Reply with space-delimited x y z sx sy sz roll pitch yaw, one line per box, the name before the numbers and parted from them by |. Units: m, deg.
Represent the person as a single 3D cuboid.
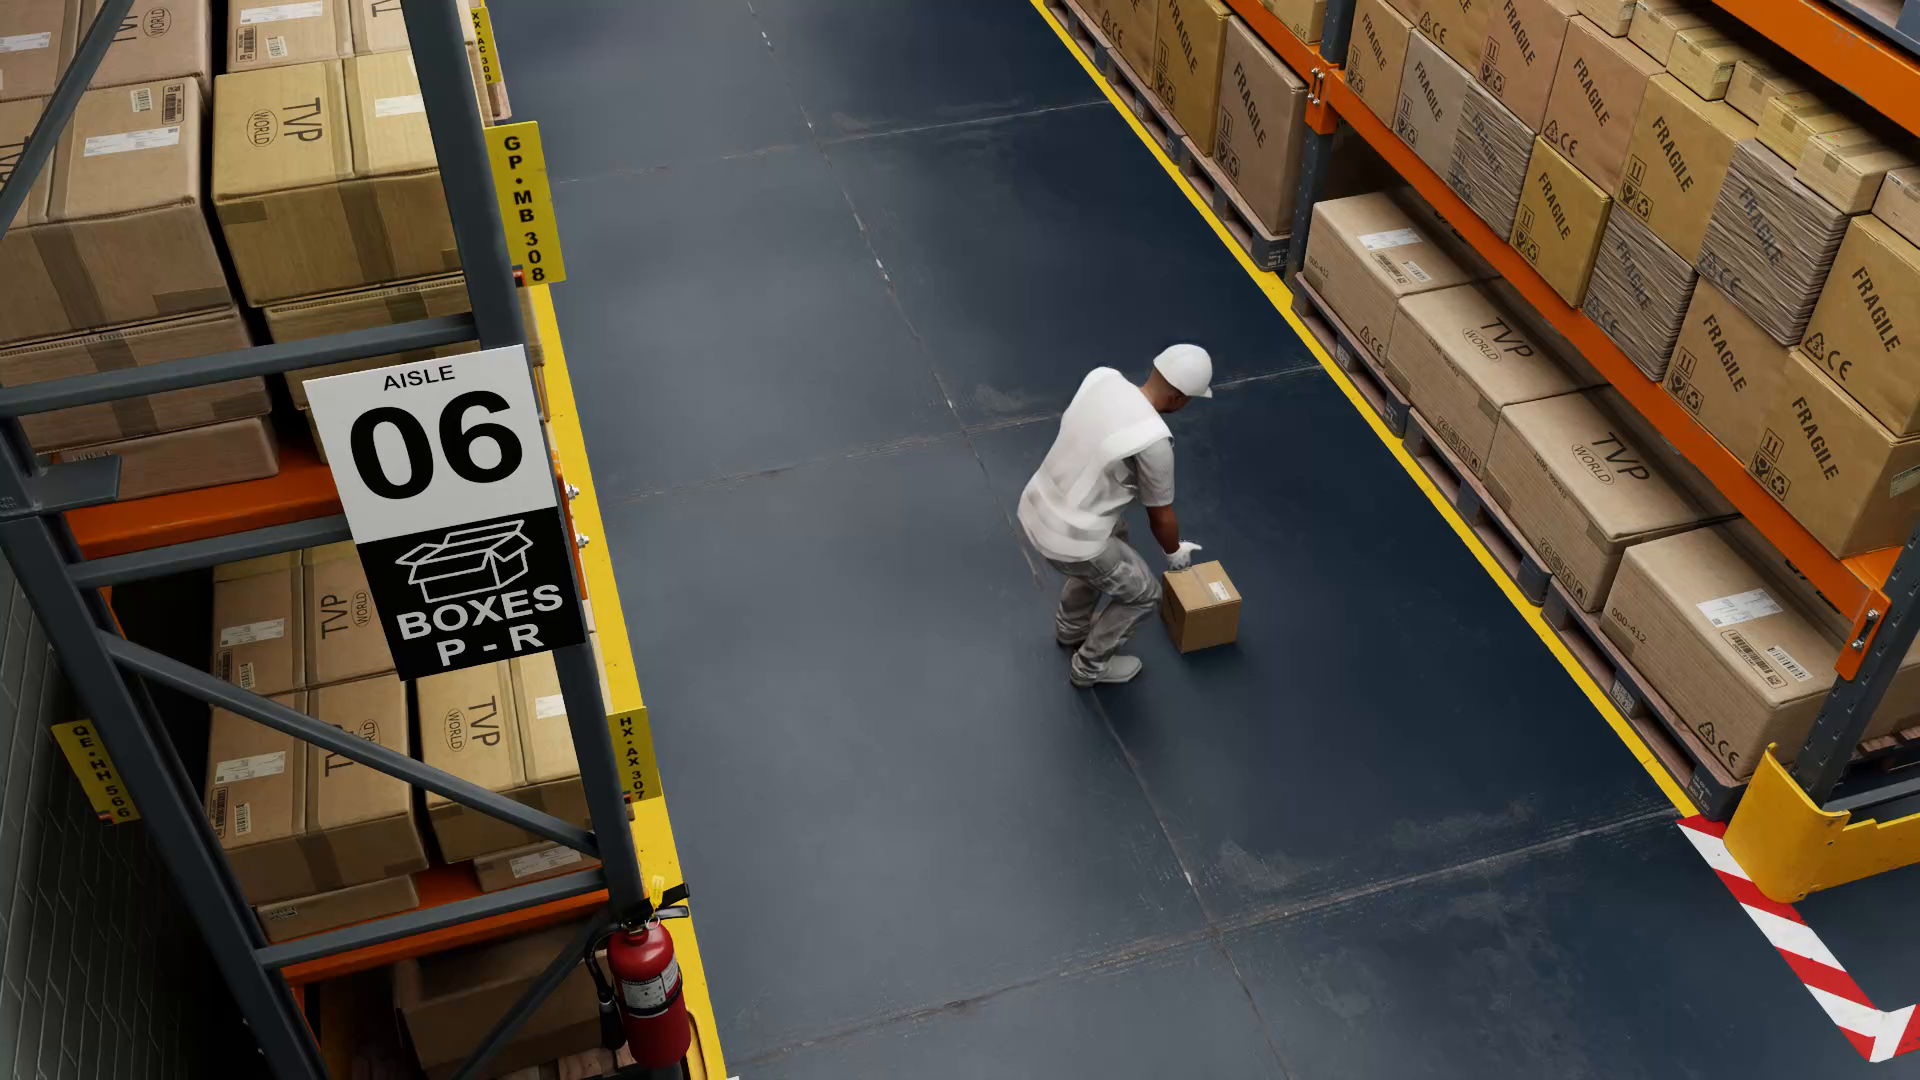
person | 0.588 -0.107 6.500 0.737 1.469 0.611 -12 43 -13
